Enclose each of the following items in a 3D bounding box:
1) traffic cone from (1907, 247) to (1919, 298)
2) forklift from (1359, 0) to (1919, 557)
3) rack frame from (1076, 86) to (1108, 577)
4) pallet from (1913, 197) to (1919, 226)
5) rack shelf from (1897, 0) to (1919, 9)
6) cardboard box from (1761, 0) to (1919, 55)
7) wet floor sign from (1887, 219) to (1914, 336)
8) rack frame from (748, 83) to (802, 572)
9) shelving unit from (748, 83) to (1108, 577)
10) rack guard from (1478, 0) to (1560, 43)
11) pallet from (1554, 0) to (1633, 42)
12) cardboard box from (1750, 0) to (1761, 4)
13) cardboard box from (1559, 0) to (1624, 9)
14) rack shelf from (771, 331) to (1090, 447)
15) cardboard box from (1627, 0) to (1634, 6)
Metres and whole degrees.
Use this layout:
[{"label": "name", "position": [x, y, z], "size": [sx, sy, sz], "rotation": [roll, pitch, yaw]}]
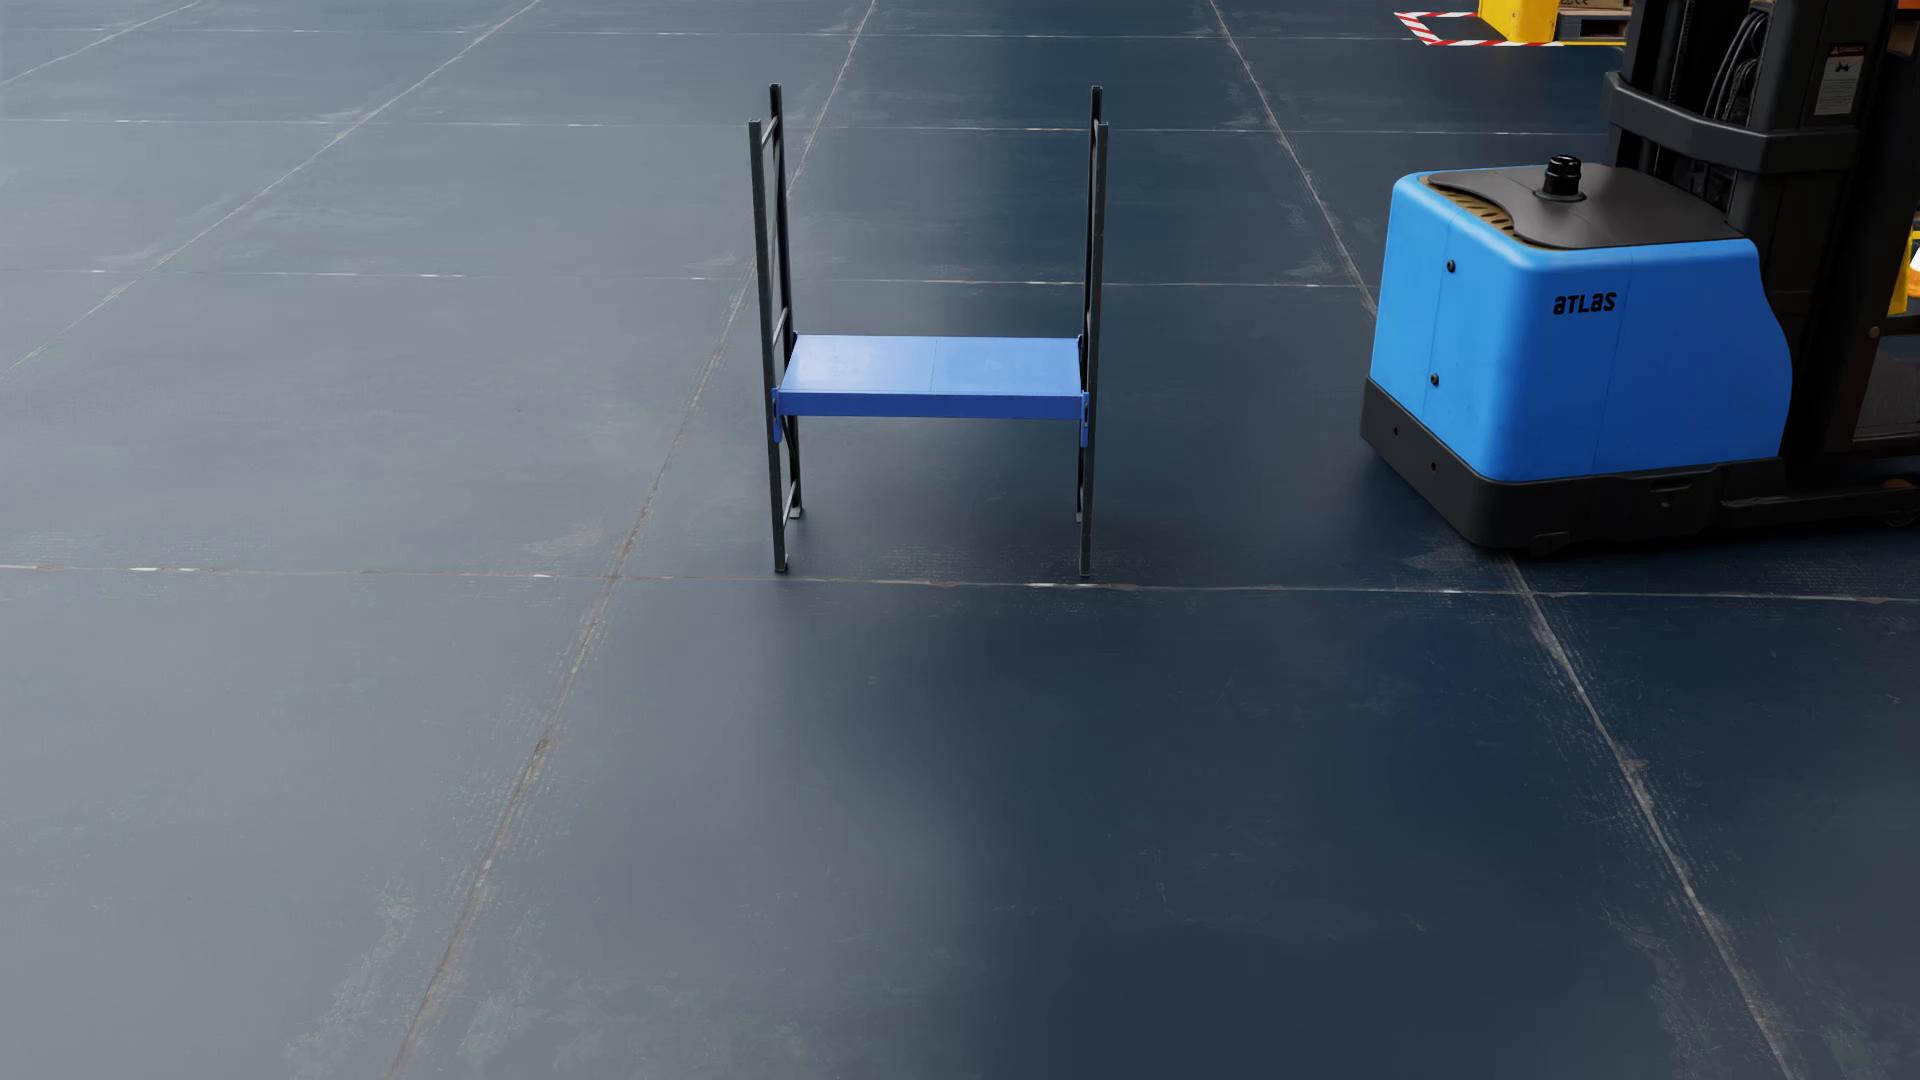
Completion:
[{"label": "traffic cone", "position": [4.694, -1.429, 7.951], "size": [0.334, 0.463, 0.336], "rotation": [1, 28, 2]}, {"label": "forklift", "position": [3.097, -1.578, 5.598], "size": [3.031, 2.935, 1.130], "rotation": [-6, 28, -11]}, {"label": "rack frame", "position": [0.423, -0.656, 5.386], "size": [0.032, 1.500, 0.500], "rotation": [1, 28, 2]}, {"label": "pallet", "position": [5.015, -2.014, 9.325], "size": [1.213, 0.211, 1.003], "rotation": [1, 28, 2]}, {"label": "rack shelf", "position": [6.212, -2.872, 8.733], "size": [4.000, 0.370, 1.077], "rotation": [1, 28, 2]}, {"label": "cardboard box", "position": [4.893, -2.490, 9.064], "size": [0.875, 0.875, 0.875], "rotation": [1, 28, 2]}, {"label": "wet floor sign", "position": [4.114, -1.256, 7.431], "size": [0.232, 0.644, 0.267], "rotation": [-4, 28, -7]}, {"label": "rack frame", "position": [-0.593, -0.672, 5.417], "size": [0.032, 1.500, 0.500], "rotation": [1, 28, 2]}, {"label": "shelving unit", "position": [-0.085, -0.664, 5.401], "size": [1.048, 1.500, 0.538], "rotation": [1, 28, 2]}, {"label": "rack guard", "position": [4.565, -4.437, 13.587], "size": [0.348, 0.500, 1.175], "rotation": [1, 28, 2]}, {"label": "pallet", "position": [5.376, -4.280, 13.598], "size": [1.213, 0.211, 1.003], "rotation": [1, 28, 2]}, {"label": "cardboard box", "position": [6.336, -4.593, 13.432], "size": [0.500, 0.500, 0.500], "rotation": [4, 28, 7]}, {"label": "cardboard box", "position": [5.113, -4.606, 13.457], "size": [0.500, 0.500, 0.500], "rotation": [6, 29, 11]}, {"label": "rack shelf", "position": [-0.085, -0.505, 5.486], "size": [1.000, 0.185, 0.538], "rotation": [1, 28, 2]}, {"label": "cardboard box", "position": [5.711, -4.612, 13.468], "size": [0.500, 0.500, 0.500], "rotation": [8, 29, 15]}]
